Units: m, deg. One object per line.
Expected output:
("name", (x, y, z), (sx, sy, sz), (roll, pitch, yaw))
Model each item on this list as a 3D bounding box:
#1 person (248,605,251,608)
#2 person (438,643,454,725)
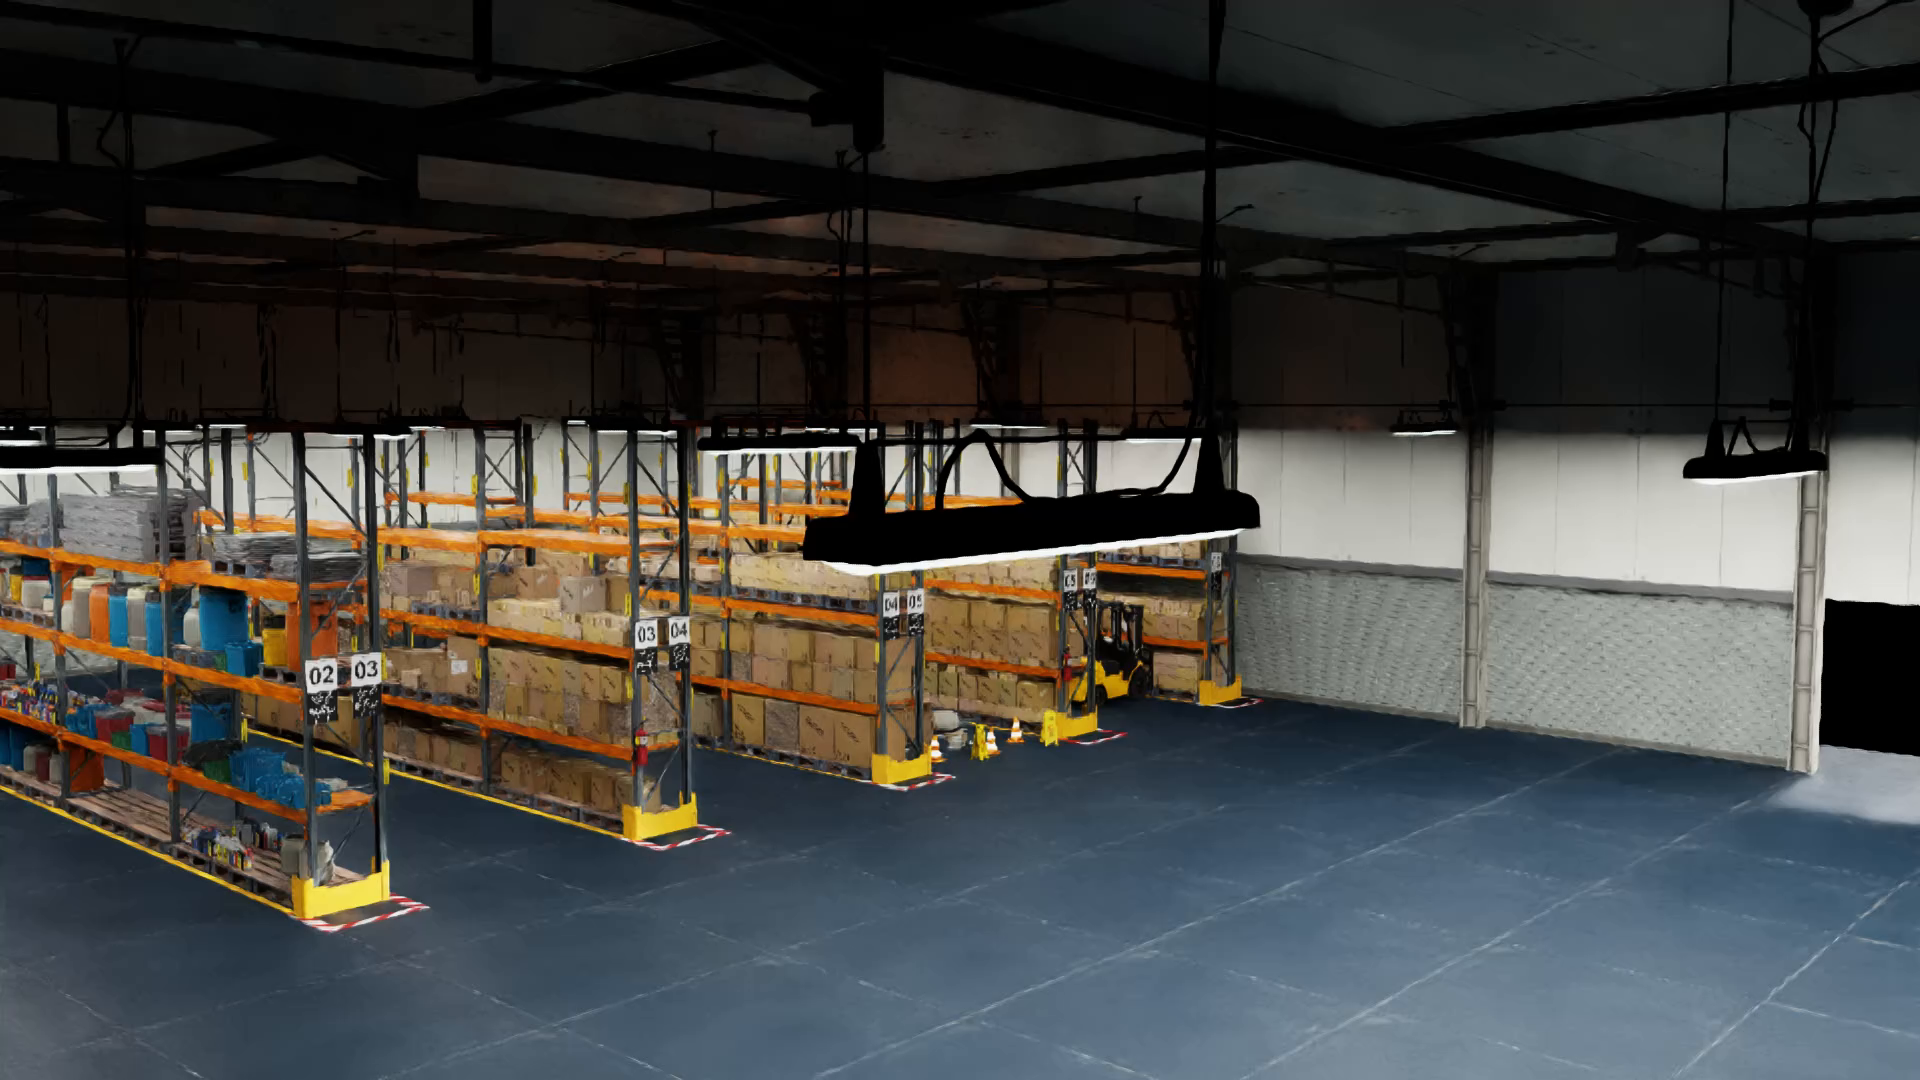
("person", (-16.383, 2.355, 38.157), (0.552, 1.742, 0.677), (4, 6, 40))
("person", (-9.808, 2.836, 31.698), (0.640, 1.788, 0.504), (1, 5, 11))
